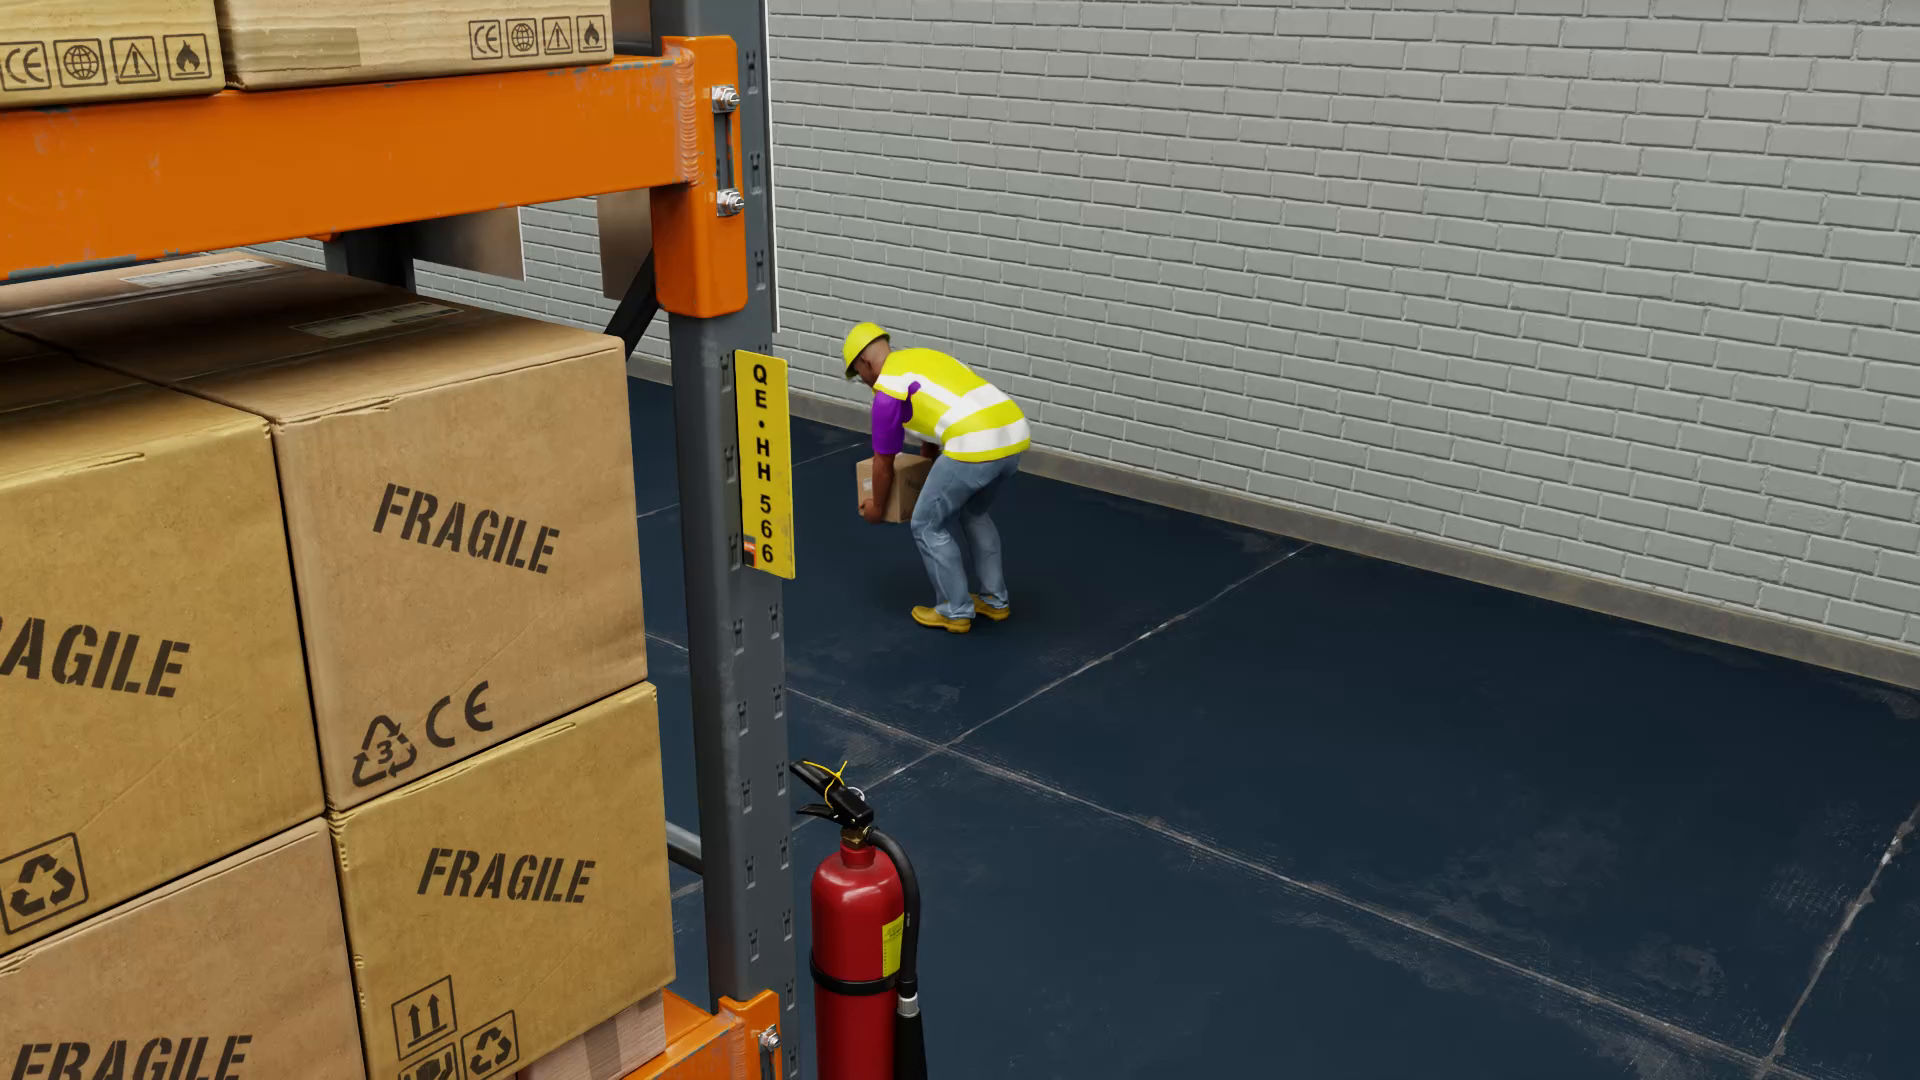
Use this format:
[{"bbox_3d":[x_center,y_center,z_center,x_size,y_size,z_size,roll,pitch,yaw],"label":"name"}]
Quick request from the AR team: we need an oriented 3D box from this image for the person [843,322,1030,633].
[{"bbox_3d":[-0.138,-0.285,7.478,0.923,1.311,0.488,15,25,35],"label":"person"}]
